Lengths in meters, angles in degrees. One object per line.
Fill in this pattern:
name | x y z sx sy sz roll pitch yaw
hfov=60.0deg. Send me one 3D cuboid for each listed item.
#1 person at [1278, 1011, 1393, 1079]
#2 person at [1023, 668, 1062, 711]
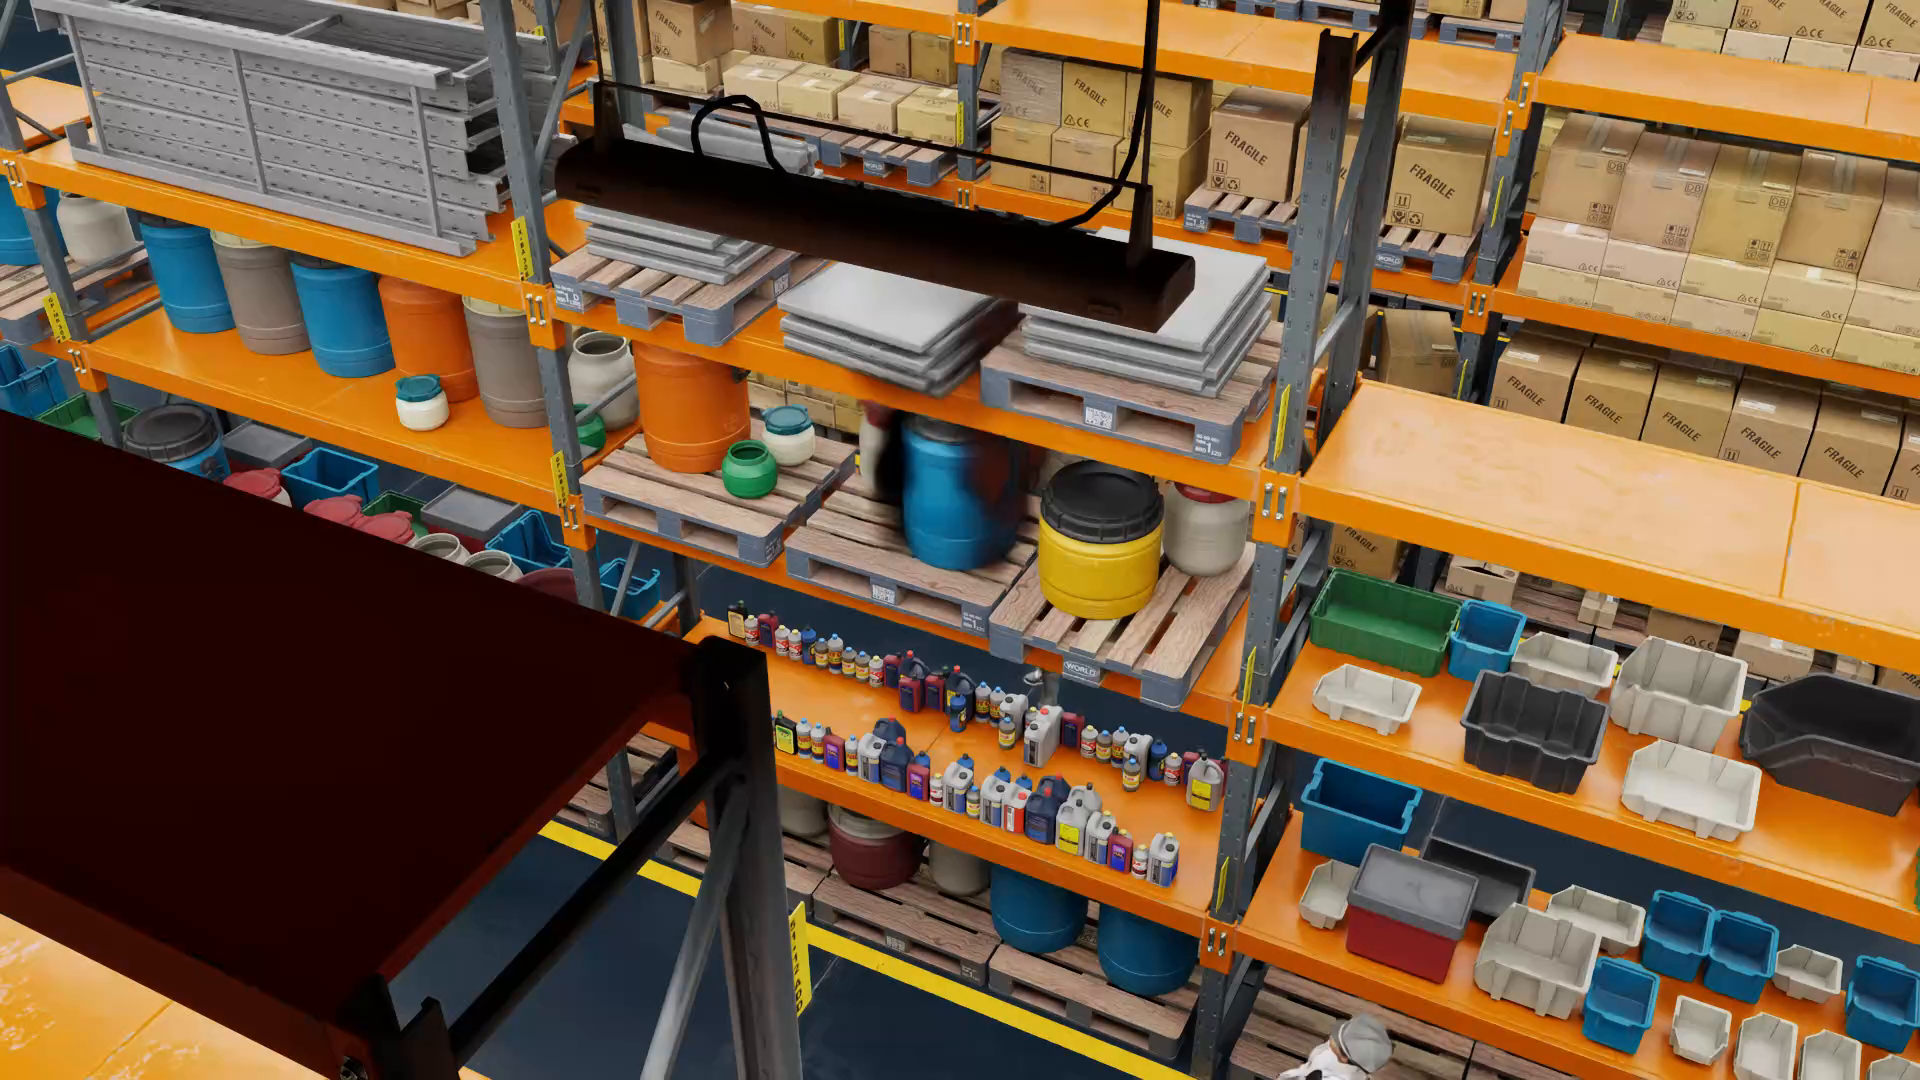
person | 1.701 2.787 7.983 0.970 1.637 0.559 12 37 16
person | 0.574 0.532 11.263 0.569 1.578 0.603 -21 40 -27
